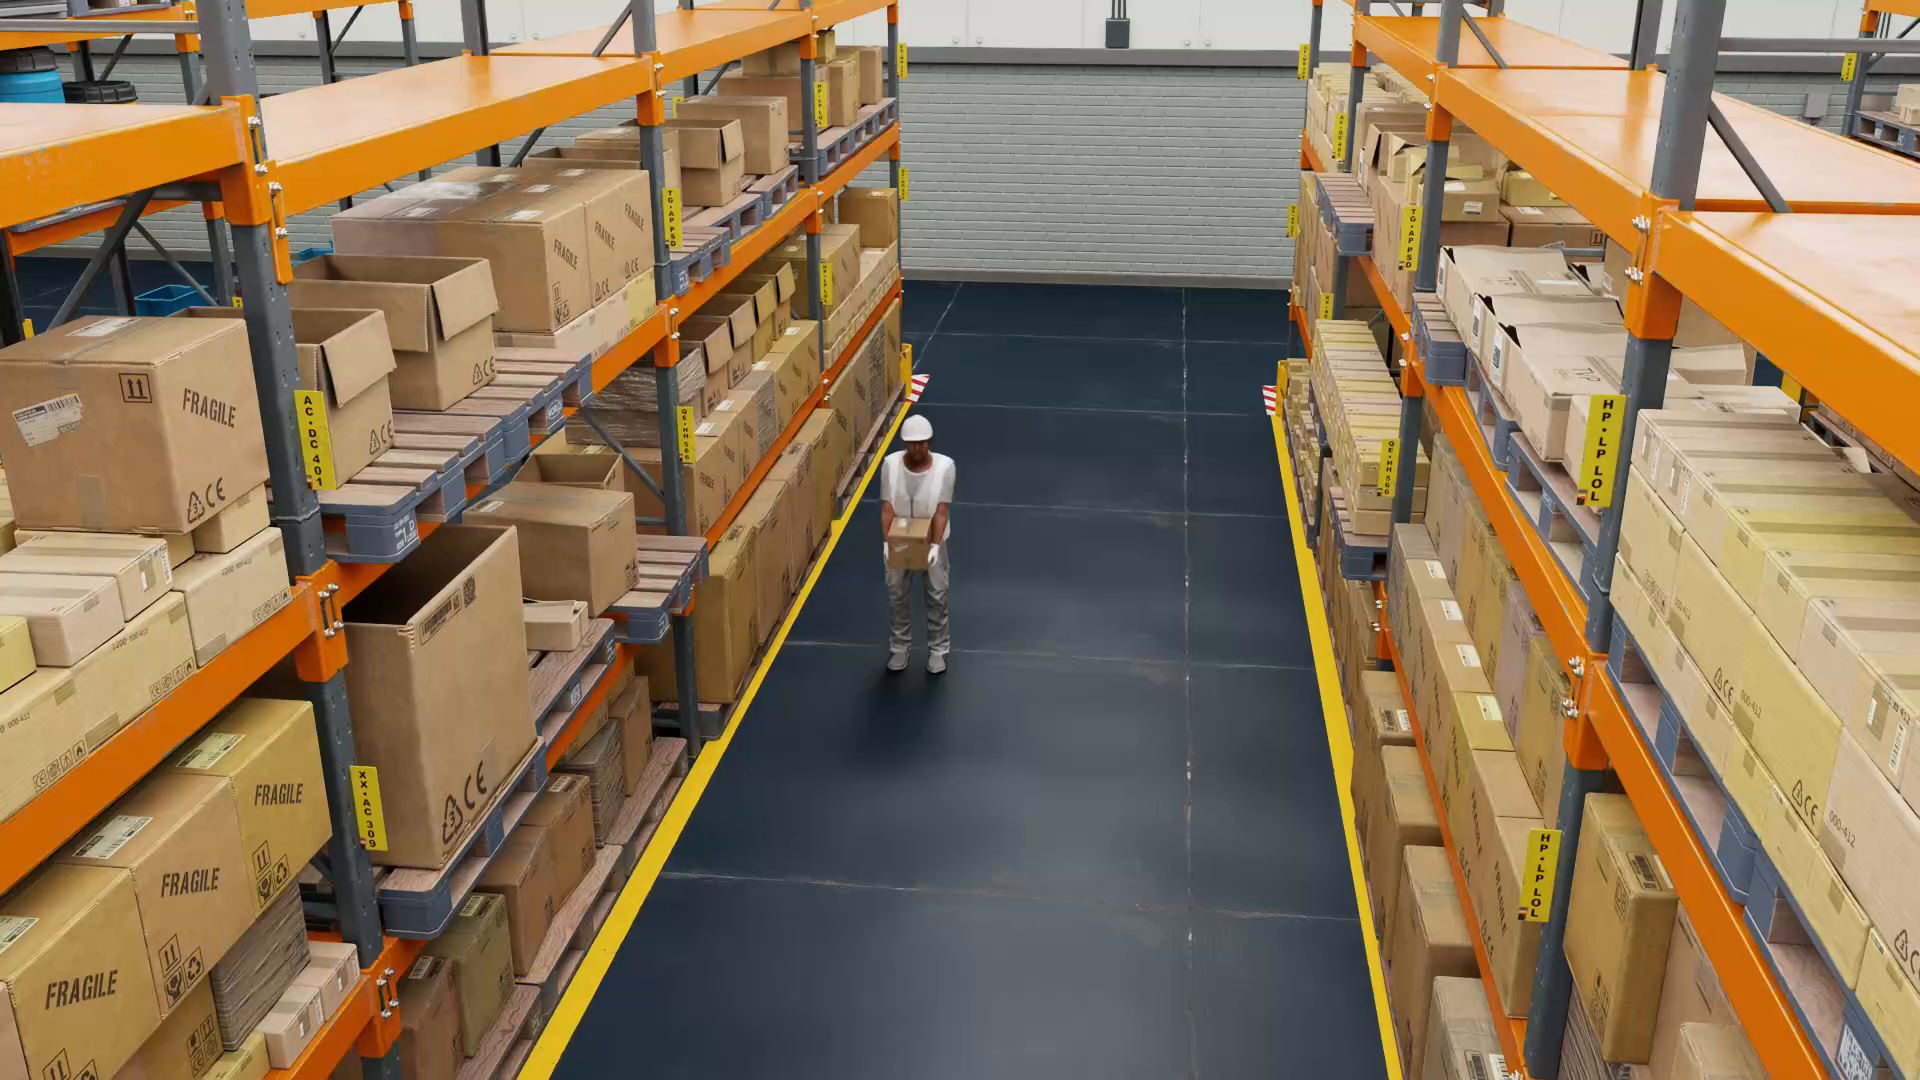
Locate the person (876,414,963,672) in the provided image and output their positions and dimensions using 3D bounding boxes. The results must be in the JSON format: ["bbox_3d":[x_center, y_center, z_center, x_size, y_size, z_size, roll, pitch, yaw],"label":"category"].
[{"bbox_3d":[-0.272,0.007,11.042,0.580,1.778,0.426,2,21,6],"label":"person"}]
